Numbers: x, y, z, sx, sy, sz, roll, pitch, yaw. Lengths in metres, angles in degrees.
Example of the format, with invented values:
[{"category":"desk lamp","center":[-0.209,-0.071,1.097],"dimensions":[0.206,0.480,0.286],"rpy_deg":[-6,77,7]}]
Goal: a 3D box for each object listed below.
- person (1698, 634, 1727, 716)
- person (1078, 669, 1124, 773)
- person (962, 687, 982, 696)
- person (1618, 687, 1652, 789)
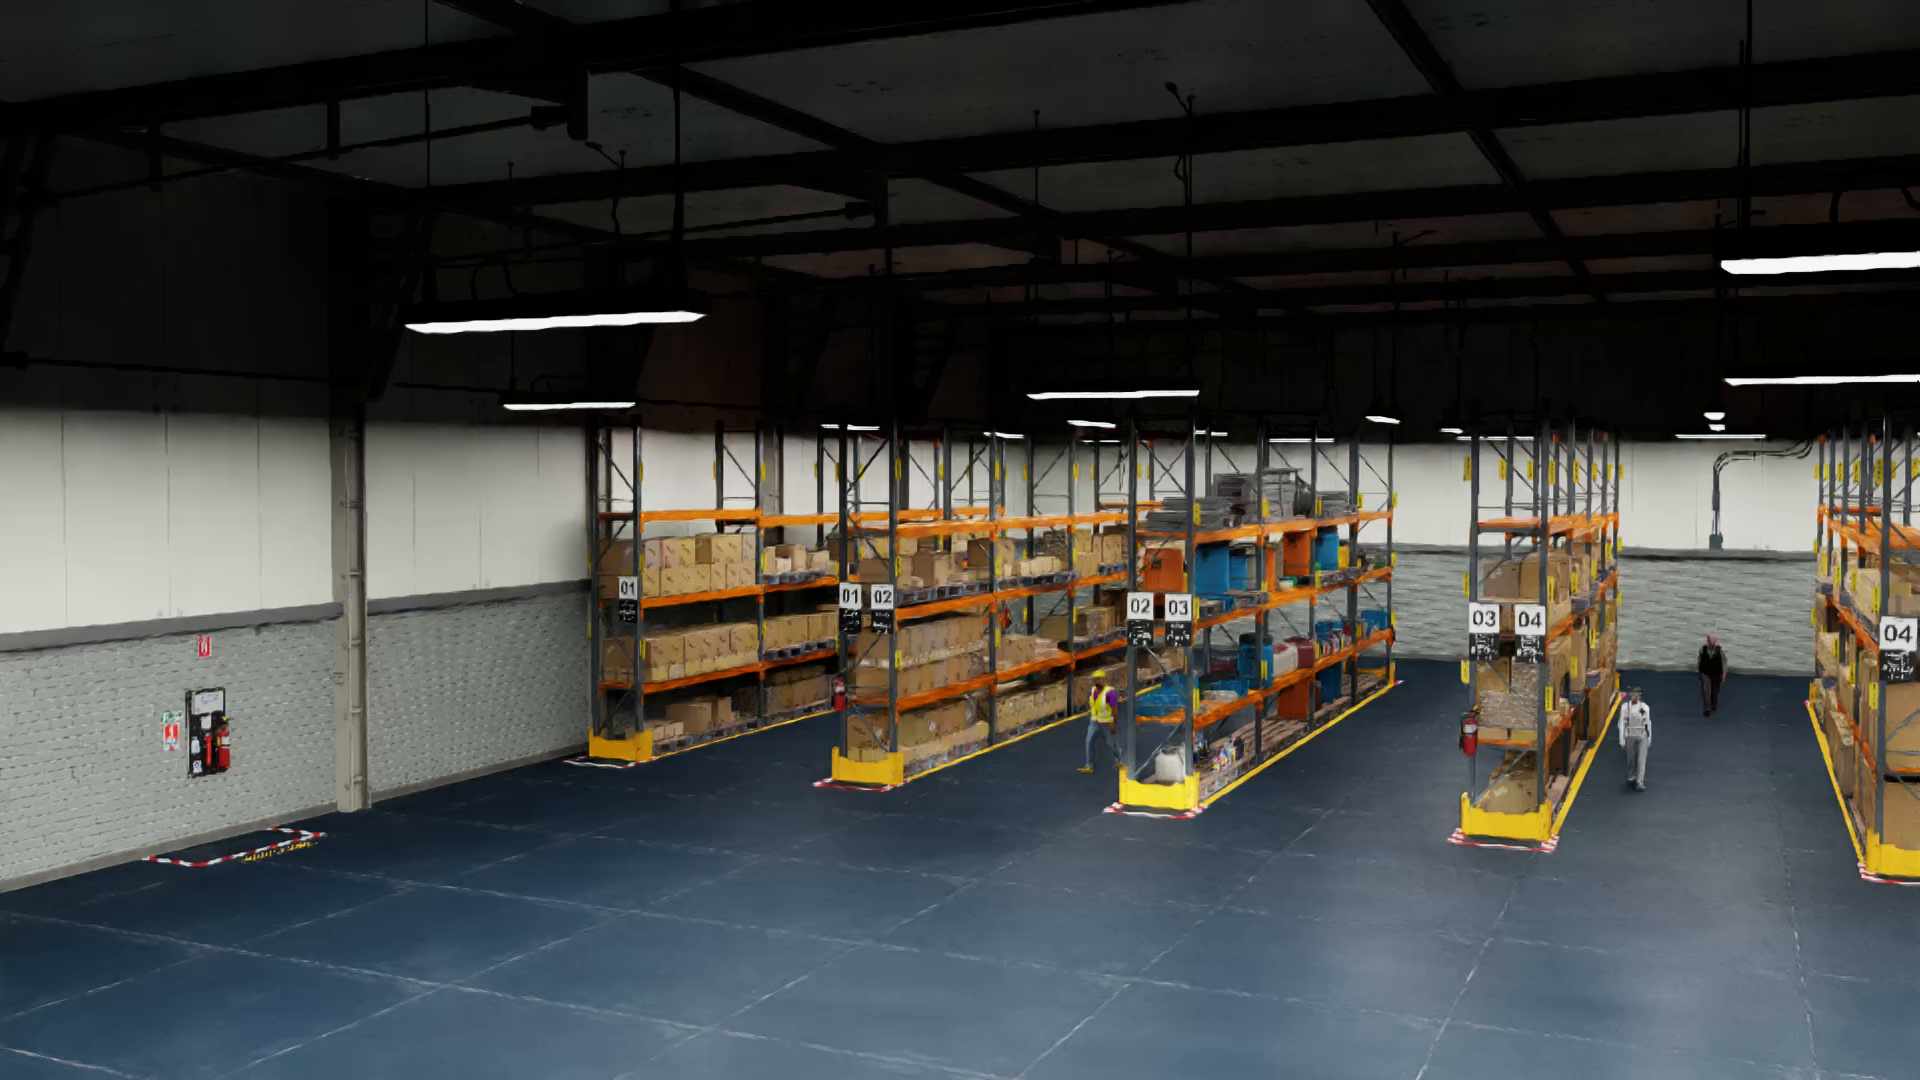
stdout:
[{"category":"person","center":[15.501,2.758,34.256],"dimensions":[0.553,1.673,1.030],"rpy_deg":[1,3,24]},{"category":"person","center":[2.392,3.005,27.659],"dimensions":[0.601,1.726,0.939],"rpy_deg":[2,3,41]},{"category":"person","center":[0.233,2.765,35.016],"dimensions":[0.625,1.611,0.568],"rpy_deg":[1,3,23]},{"category":"person","center":[10.695,3.102,26.368],"dimensions":[0.495,1.589,1.086],"rpy_deg":[1,3,27]}]
